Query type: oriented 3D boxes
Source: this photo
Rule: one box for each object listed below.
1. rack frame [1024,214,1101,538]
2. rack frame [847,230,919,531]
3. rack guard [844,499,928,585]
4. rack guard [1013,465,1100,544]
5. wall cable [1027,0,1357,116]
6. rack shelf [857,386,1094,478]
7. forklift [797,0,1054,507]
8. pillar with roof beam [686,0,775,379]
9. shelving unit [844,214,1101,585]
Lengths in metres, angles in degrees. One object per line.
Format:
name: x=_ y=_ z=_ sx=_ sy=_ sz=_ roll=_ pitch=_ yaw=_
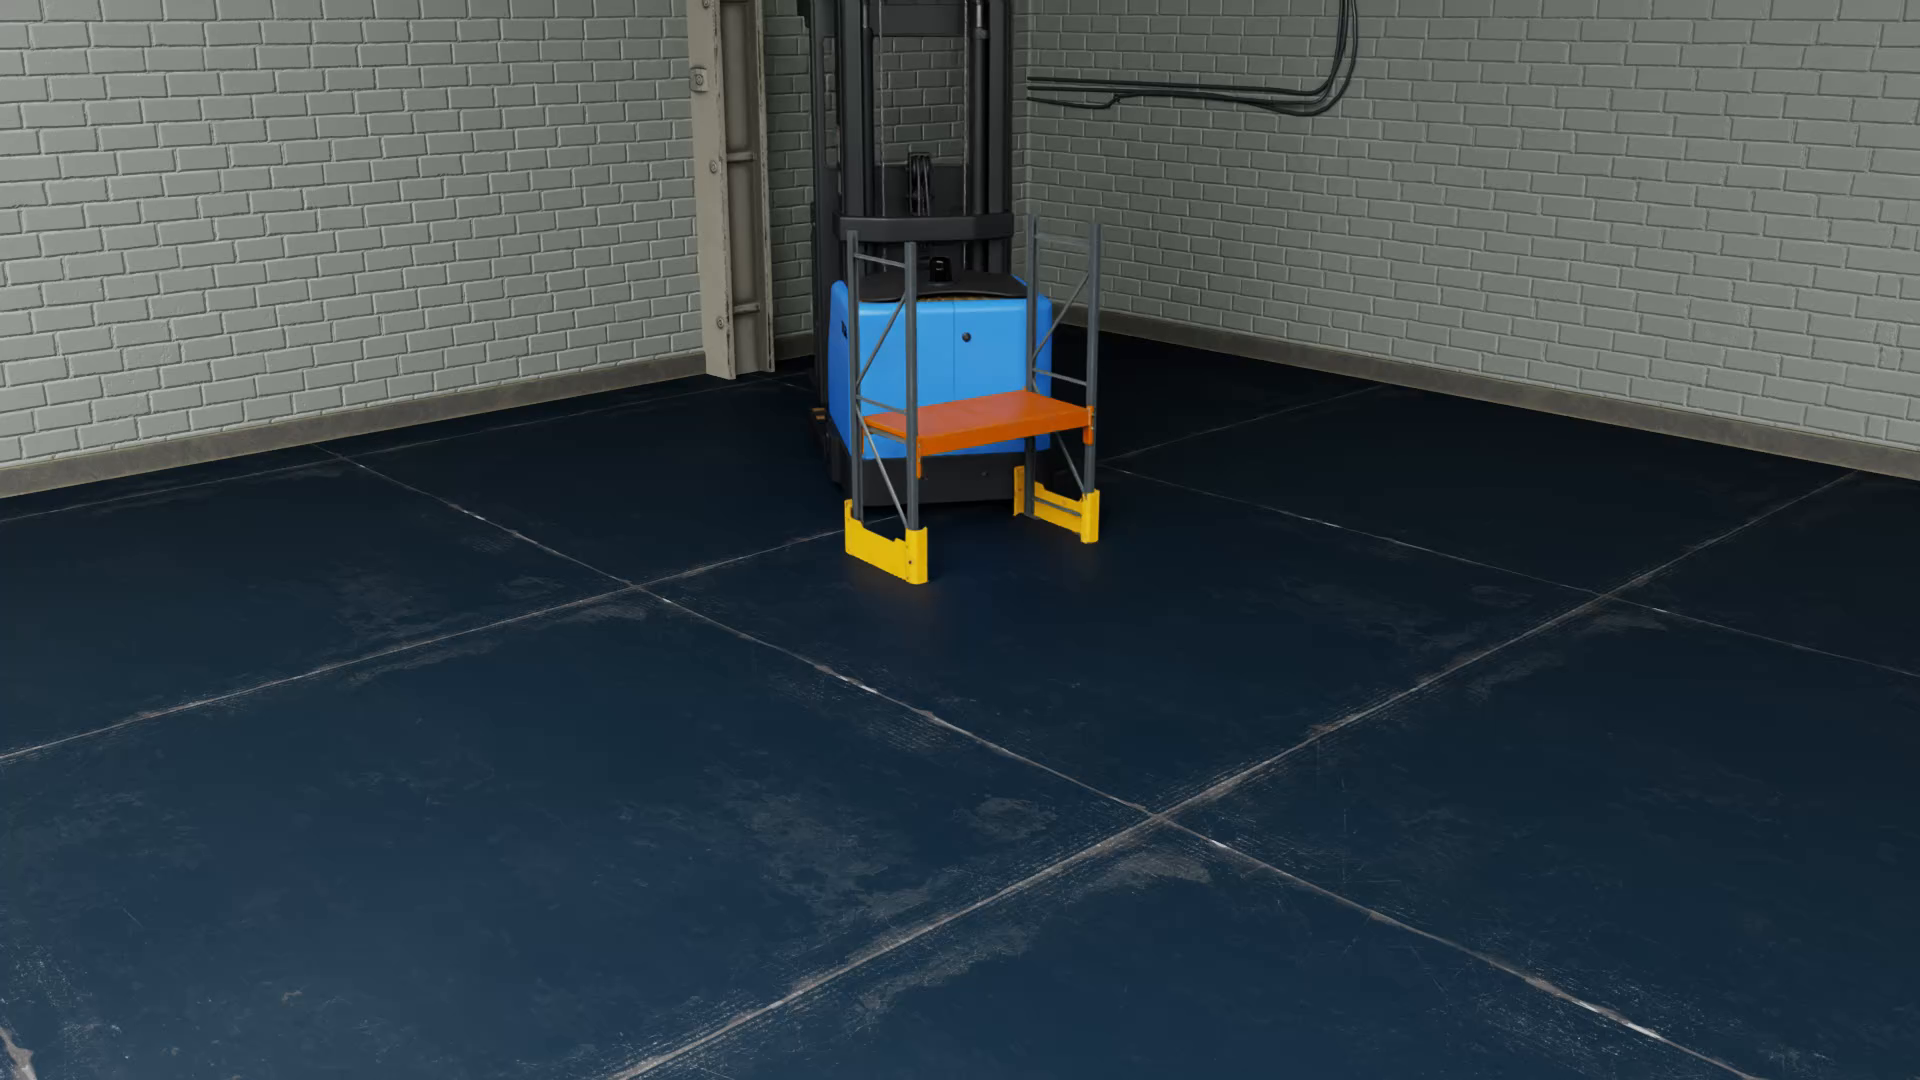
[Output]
rack frame: x=0.482 y=-0.776 z=7.945 sx=0.032 sy=1.500 sz=0.500 roll=-13 pitch=22 yaw=-34
rack frame: x=-0.341 y=-0.591 z=7.377 sx=0.032 sy=1.500 sz=0.500 roll=-13 pitch=22 yaw=-34
rack guard: x=-0.340 y=0.003 z=7.571 sx=0.087 sy=0.250 sz=0.587 roll=-13 pitch=22 yaw=-34
rack guard: x=0.466 y=-0.178 z=8.127 sx=0.087 sy=0.250 sz=0.587 roll=-13 pitch=22 yaw=-34
wall cable: x=1.513 y=-4.304 z=11.705 sx=0.112 sy=2.526 sz=3.097 roll=-16 pitch=24 yaw=-41
rack shelf: x=0.070 y=-0.512 z=7.717 sx=1.000 sy=0.185 sz=0.538 roll=-13 pitch=22 yaw=-34
forklift: x=-0.302 y=-1.975 z=9.323 sx=1.130 sy=2.935 sz=3.031 roll=-3 pitch=18 yaw=-10
pillar with roof beam: x=1.422 y=-4.489 z=7.239 sx=0.400 sy=9.000 sz=9.100 roll=-16 pitch=24 yaw=-41
shelving unit: x=0.063 y=-0.682 z=7.656 sx=1.083 sy=1.500 sz=0.587 roll=-13 pitch=22 yaw=-34
